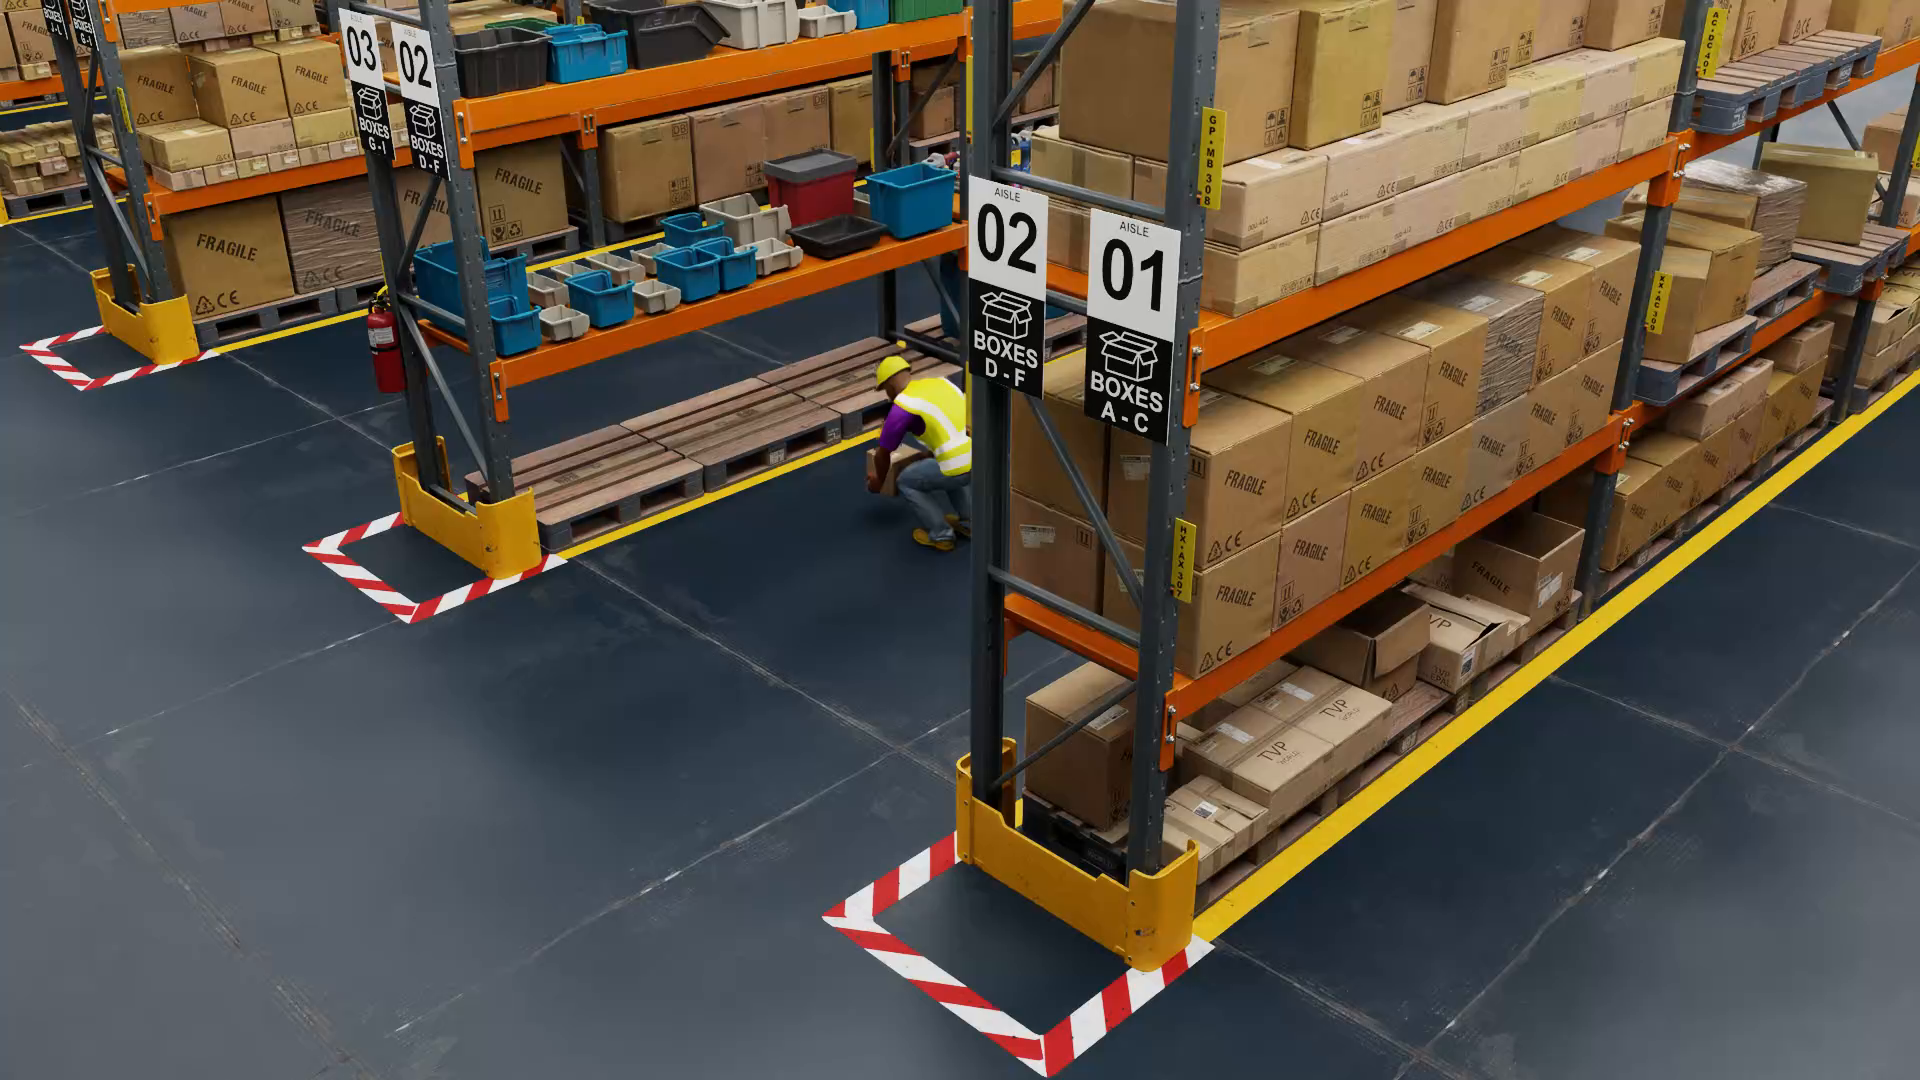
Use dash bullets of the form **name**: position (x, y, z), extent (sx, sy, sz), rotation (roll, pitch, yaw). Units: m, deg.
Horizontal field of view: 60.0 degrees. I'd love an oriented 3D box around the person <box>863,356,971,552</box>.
- **person**: position (-0.173, -0.530, 10.296), extent (0.857, 1.133, 0.607), rotation (24, 36, 38)
